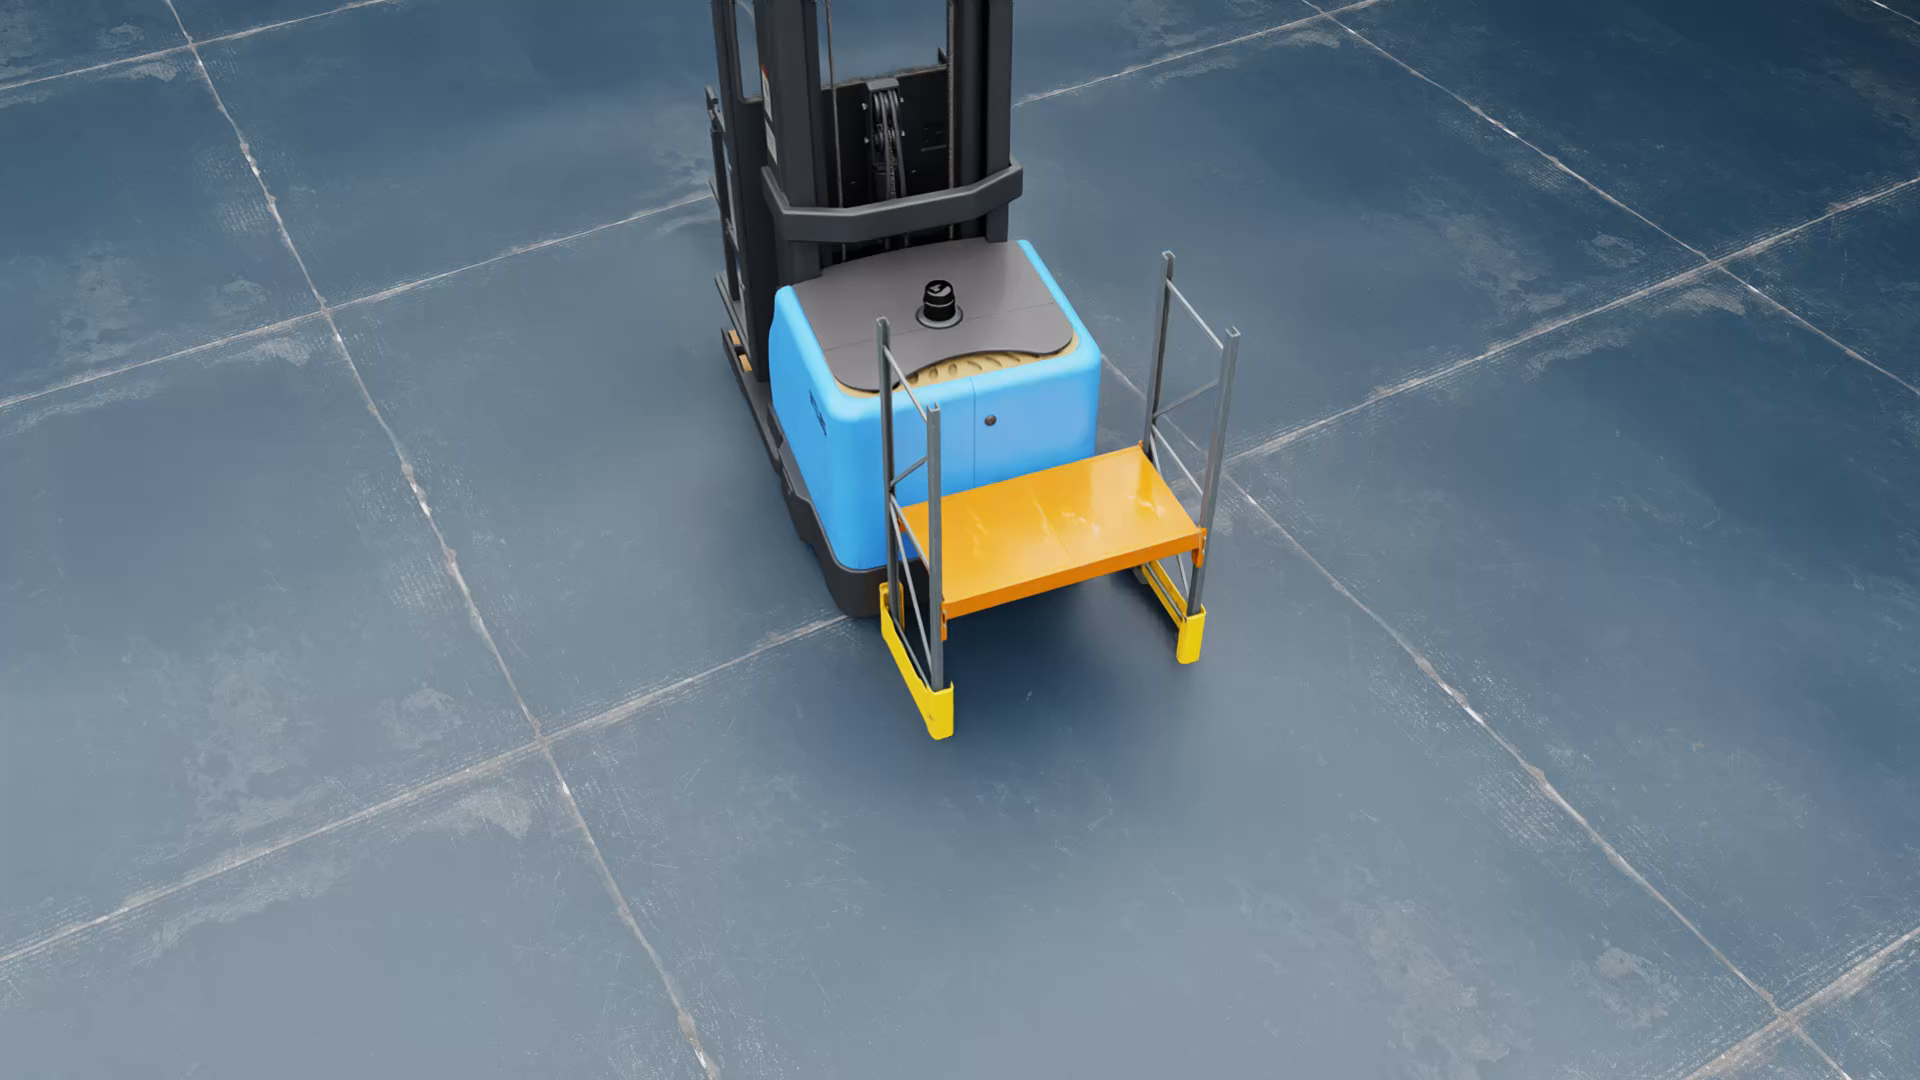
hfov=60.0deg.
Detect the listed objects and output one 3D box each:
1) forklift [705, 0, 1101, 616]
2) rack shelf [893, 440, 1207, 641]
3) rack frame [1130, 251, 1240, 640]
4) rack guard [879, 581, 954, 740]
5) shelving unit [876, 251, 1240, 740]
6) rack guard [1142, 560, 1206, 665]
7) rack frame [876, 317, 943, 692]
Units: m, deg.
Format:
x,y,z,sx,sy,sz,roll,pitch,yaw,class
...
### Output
x,y,z,sx,sy,sz,roll,pitch,yaw,class
-0.438,-1.803,6.504,1.130,2.935,3.031,-14,46,-14,forklift
0.310,-0.012,5.944,1.000,0.185,0.538,-15,46,-15,rack shelf
0.783,-0.271,5.952,0.032,1.500,0.500,-15,46,-15,rack frame
-0.162,0.436,6.122,0.087,0.250,0.587,-15,46,-15,rack guard
0.302,-0.139,5.817,1.083,1.500,0.587,-15,46,-15,shelving unit
0.765,0.183,6.382,0.087,0.250,0.587,-15,46,-15,rack guard
-0.163,-0.012,5.686,0.032,1.500,0.500,-15,46,-15,rack frame
